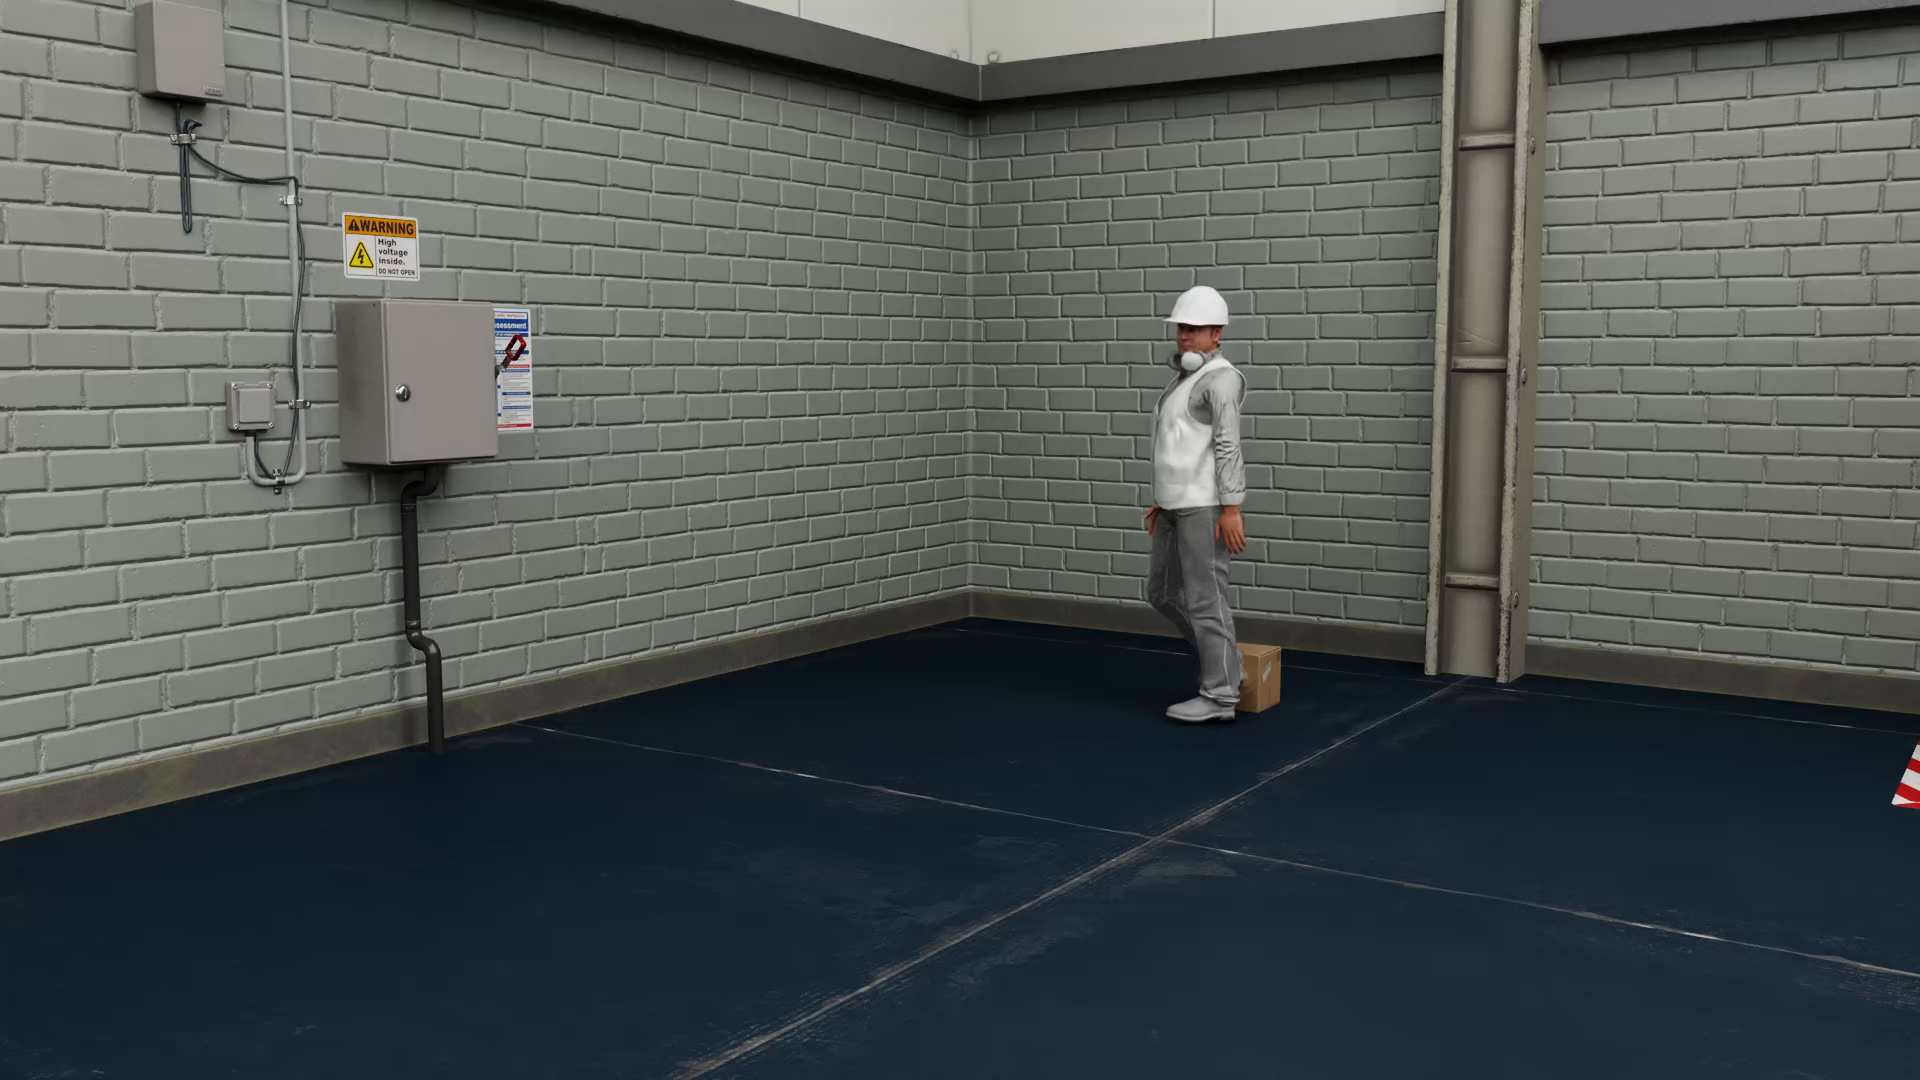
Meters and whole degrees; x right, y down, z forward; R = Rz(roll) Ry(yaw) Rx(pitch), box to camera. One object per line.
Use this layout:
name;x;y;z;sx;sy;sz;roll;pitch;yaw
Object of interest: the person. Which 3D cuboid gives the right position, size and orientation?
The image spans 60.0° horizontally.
person;1.005;-0.150;6.851;0.473;1.764;0.692;-1;6;-7
